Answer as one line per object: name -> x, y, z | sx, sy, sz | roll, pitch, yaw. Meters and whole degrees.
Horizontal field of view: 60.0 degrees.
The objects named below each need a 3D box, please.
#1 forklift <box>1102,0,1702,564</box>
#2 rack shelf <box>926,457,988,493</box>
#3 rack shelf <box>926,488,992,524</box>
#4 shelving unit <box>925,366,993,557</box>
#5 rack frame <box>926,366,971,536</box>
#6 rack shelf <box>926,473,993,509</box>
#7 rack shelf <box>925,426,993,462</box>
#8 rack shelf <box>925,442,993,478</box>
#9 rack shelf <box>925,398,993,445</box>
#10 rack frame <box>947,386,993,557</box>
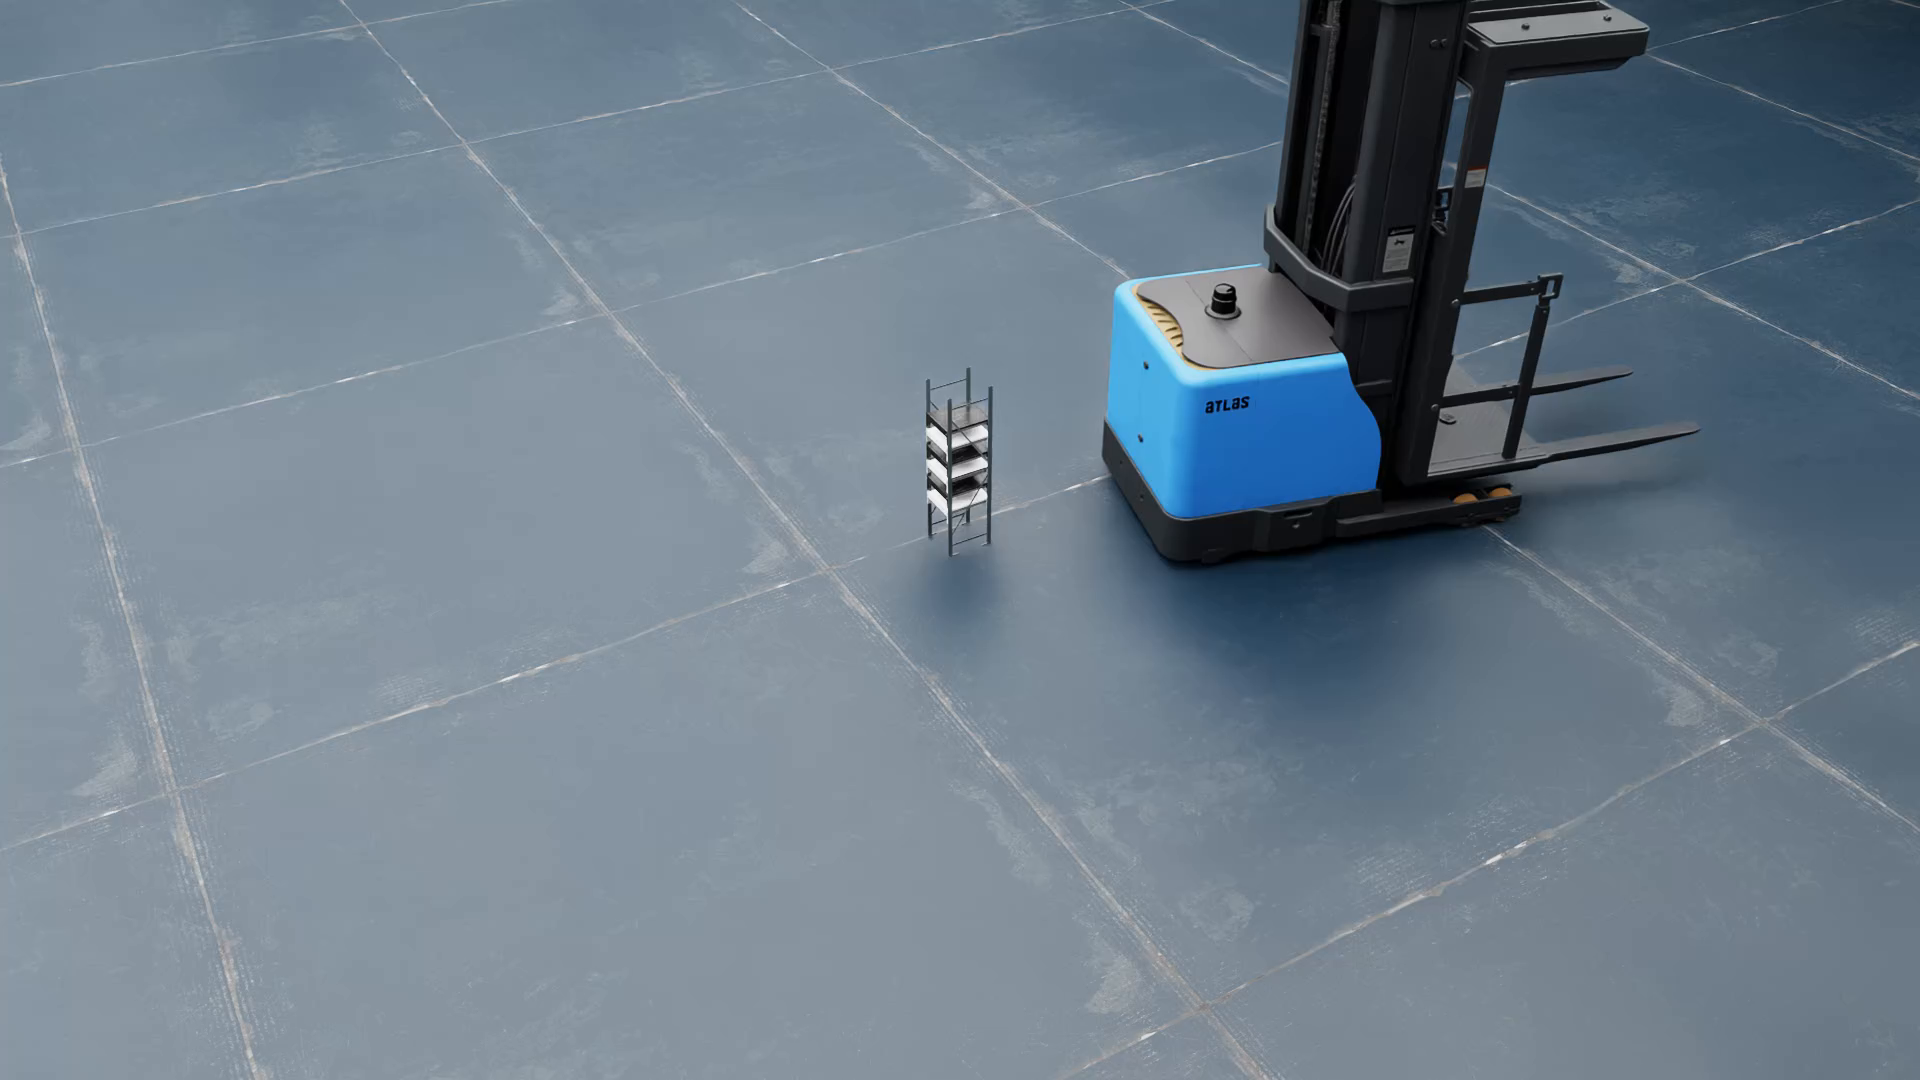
forklift -> 2.319, -1.541, 7.875 | 3.031, 2.935, 1.130 | -9, 37, -12
rack shelf -> -0.004, -0.341, 8.010 | 0.258, 0.077, 0.200 | -19, 40, -24
rack shelf -> -0.004, -0.195, 8.116 | 0.258, 0.077, 0.200 | -19, 40, -24
shelving unit -> -0.004, -0.368, 7.990 | 0.258, 0.900, 0.210 | -19, 40, -24
rack frame -> -0.055, -0.419, 8.061 | 0.240, 0.900, 0.006 | -19, 40, -24
rack shelf -> -0.004, -0.268, 8.063 | 0.258, 0.077, 0.200 | -19, 40, -24
rack shelf -> -0.004, -0.486, 7.904 | 0.258, 0.077, 0.200 | -19, 40, -24
rack shelf -> -0.004, -0.413, 7.957 | 0.258, 0.077, 0.200 | -19, 40, -24
rack shelf -> -0.004, -0.559, 7.851 | 0.258, 0.077, 0.200 | -19, 40, -24
rack frame -> 0.047, -0.316, 7.919 | 0.240, 0.900, 0.006 | -19, 40, -24
